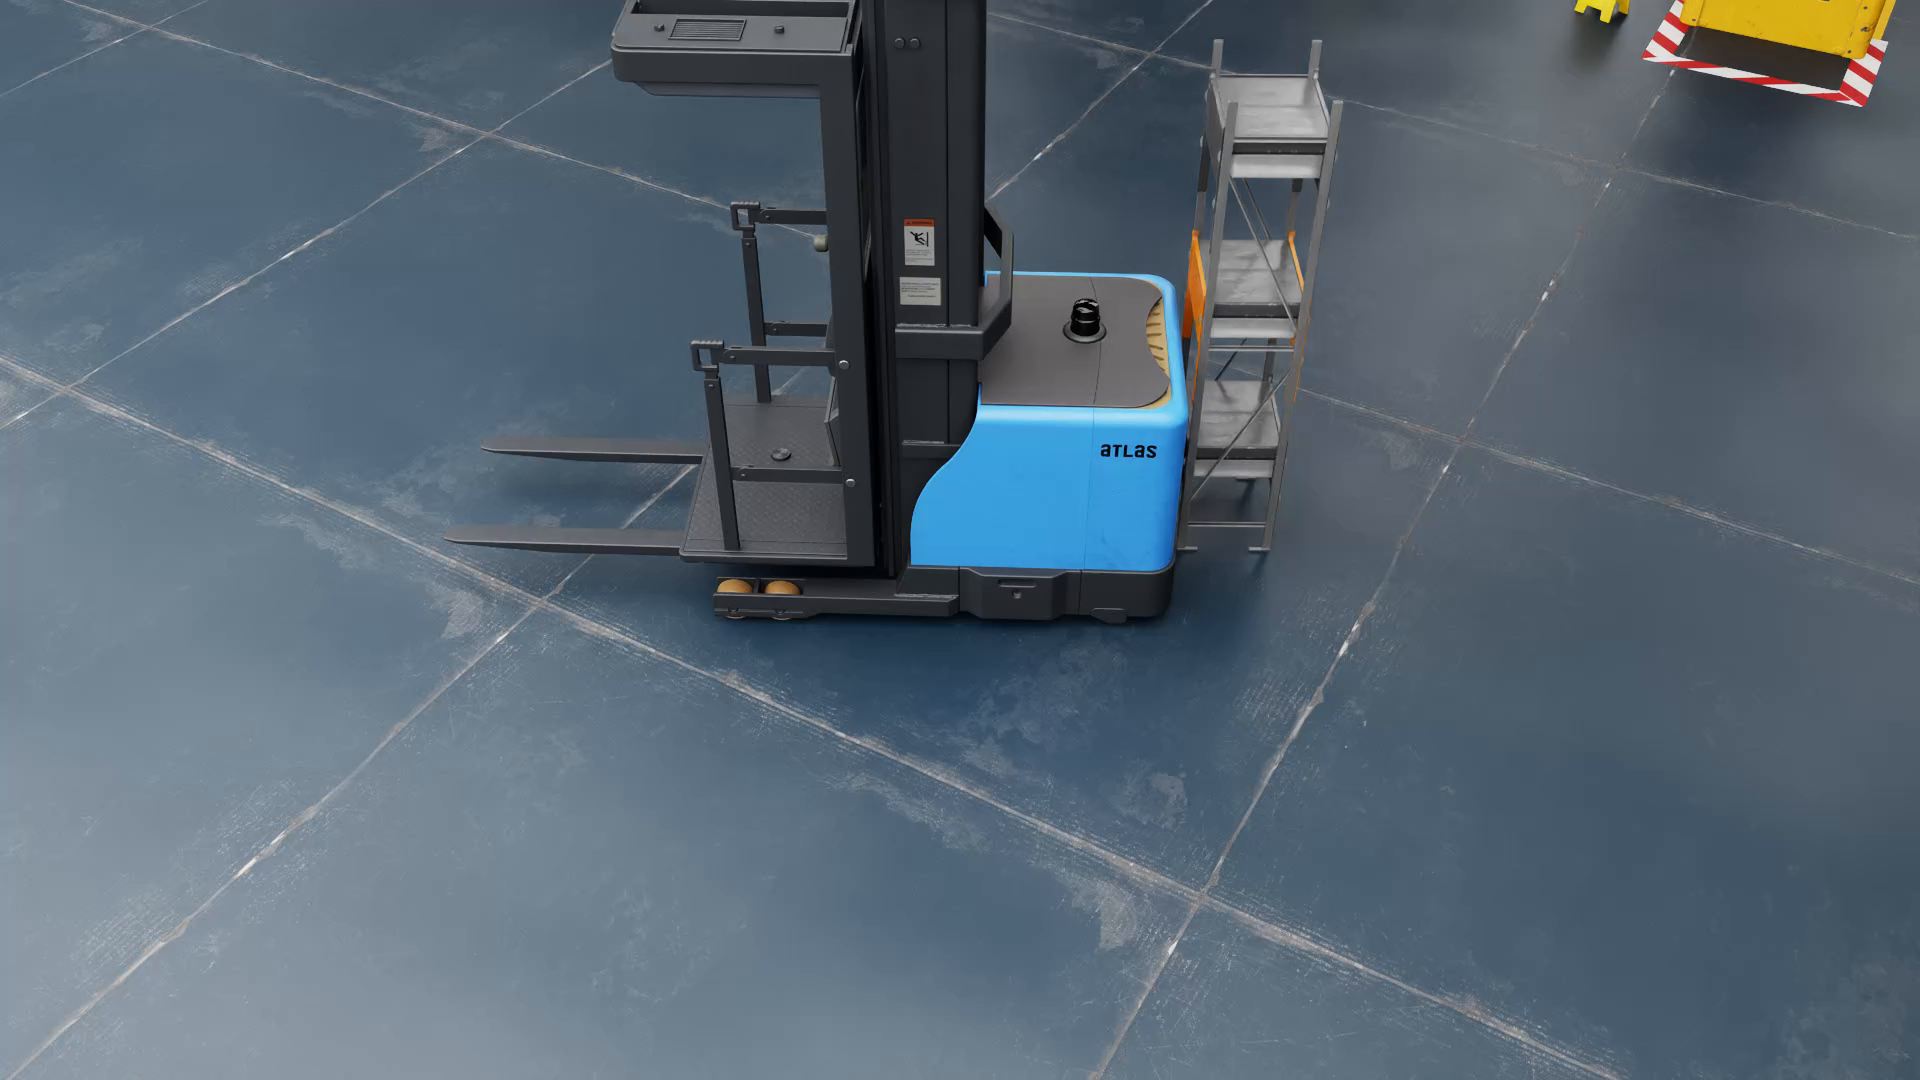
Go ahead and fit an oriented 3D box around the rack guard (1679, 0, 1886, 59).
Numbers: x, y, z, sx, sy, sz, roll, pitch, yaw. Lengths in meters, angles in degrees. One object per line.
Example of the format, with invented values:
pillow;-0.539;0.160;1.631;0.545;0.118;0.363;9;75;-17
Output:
rack guard;5.430;-3.584;10.941;1.175;0.500;0.348;21;45;22

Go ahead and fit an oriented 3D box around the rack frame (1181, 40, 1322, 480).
rack frame;1.145;-1.067;6.873;0.400;2.100;0.015;0;41;1

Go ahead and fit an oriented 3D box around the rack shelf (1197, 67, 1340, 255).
rack shelf;1.142;-1.421;6.237;0.431;0.518;0.480;0;41;1

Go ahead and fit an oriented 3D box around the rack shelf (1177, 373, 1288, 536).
rack shelf;1.142;-0.371;7.162;0.431;0.518;0.480;0;41;1

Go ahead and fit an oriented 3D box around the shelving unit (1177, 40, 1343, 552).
shelving unit;1.142;-0.906;6.690;0.431;2.100;0.503;0;41;1

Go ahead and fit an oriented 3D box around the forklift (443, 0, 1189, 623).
forklift;-0.627;-1.118;6.301;3.031;2.935;1.130;2;41;2

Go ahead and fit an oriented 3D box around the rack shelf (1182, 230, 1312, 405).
rack shelf;1.142;-0.896;6.699;0.431;0.518;0.480;0;41;1

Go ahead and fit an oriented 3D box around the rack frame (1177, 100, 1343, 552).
rack frame;1.139;-0.745;6.507;0.400;2.100;0.015;0;41;1

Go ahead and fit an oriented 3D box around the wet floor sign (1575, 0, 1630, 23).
wet floor sign;4.370;-3.840;11.122;0.232;0.644;0.267;-29;49;-29
